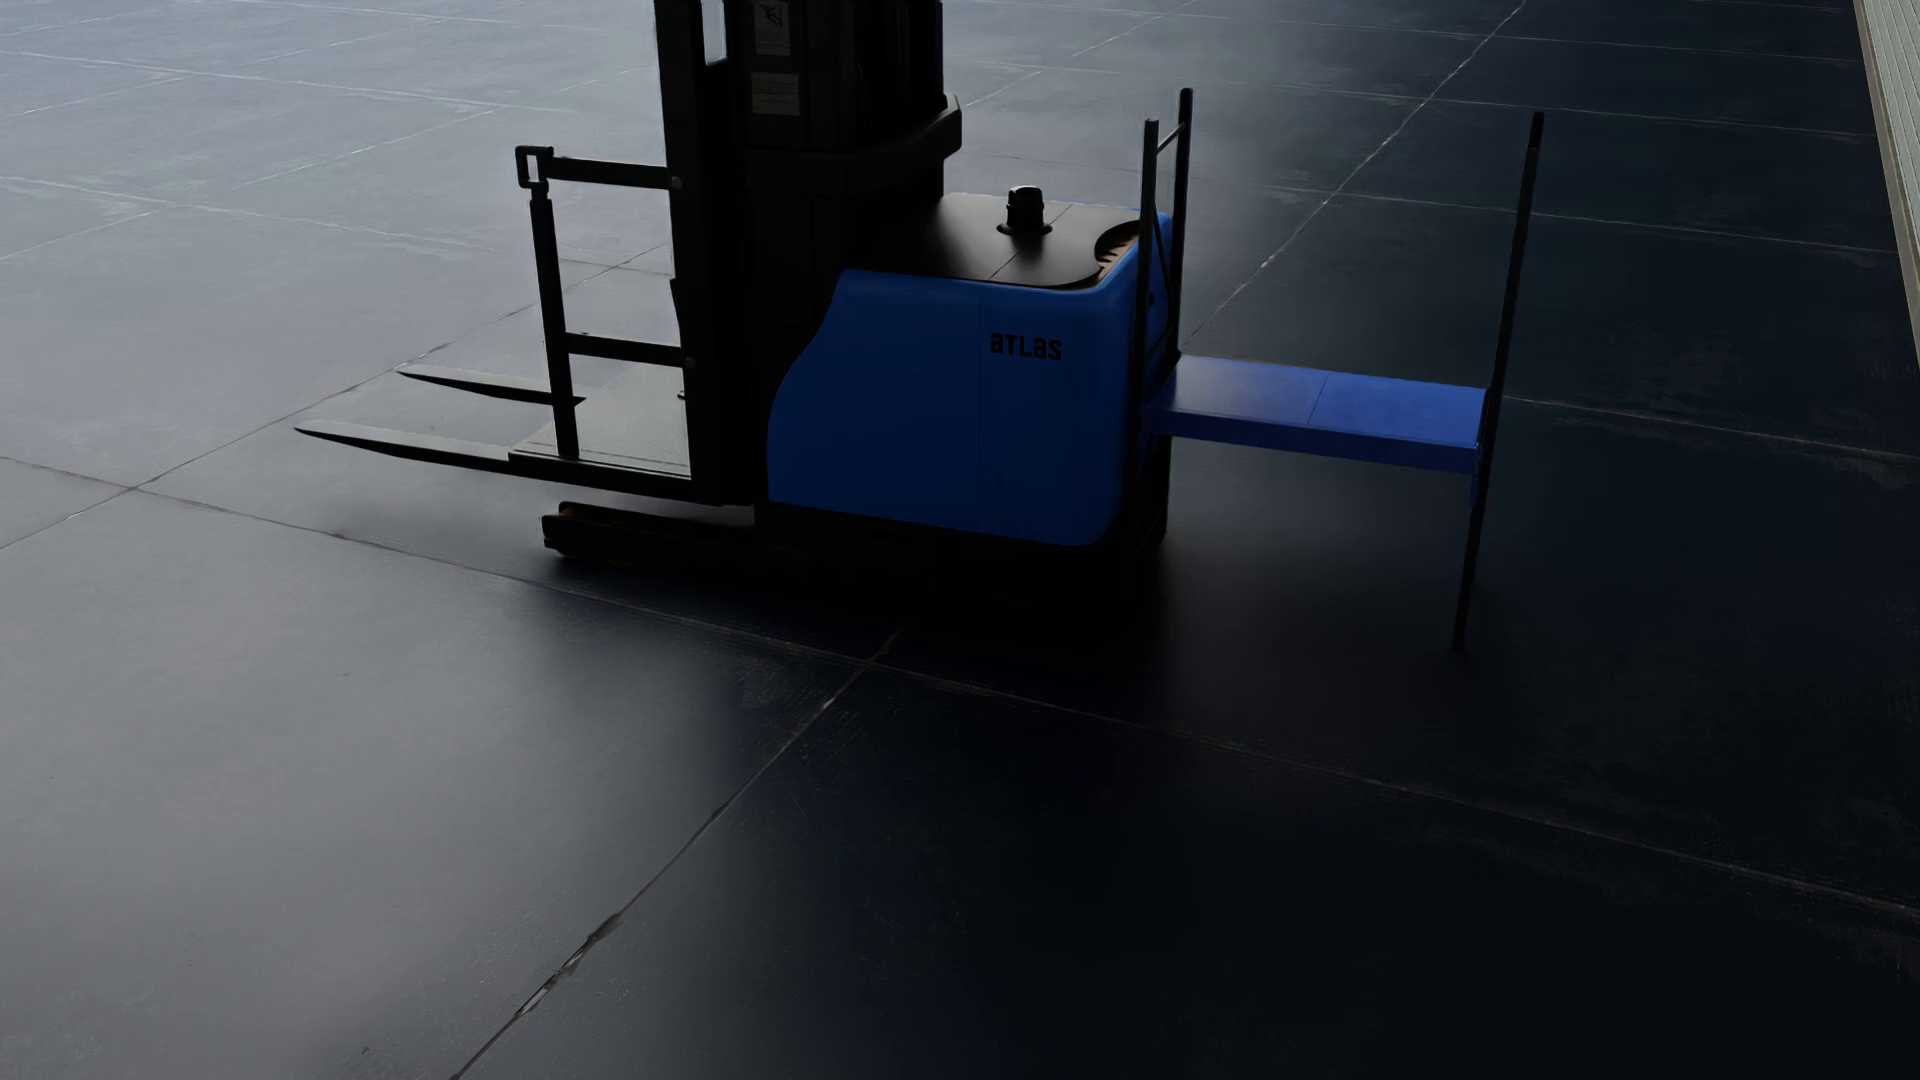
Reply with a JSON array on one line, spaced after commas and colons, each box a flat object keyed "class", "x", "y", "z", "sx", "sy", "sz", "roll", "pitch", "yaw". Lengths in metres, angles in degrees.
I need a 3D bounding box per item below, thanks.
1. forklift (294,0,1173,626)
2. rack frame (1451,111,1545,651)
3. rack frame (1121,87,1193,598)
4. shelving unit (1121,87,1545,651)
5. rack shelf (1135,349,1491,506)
[{"class": "forklift", "x": -0.855, "y": -1.436, "z": 5.249, "sx": 3.031, "sy": 2.935, "sz": 1.130, "roll": 9, "pitch": 28, "yaw": 17}, {"class": "rack frame", "x": 1.569, "y": -0.446, "z": 4.859, "sx": 0.032, "sy": 1.500, "sz": 0.500, "roll": 9, "pitch": 28, "yaw": 17}, {"class": "rack frame", "x": 0.610, "y": -0.595, "z": 5.161, "sx": 0.032, "sy": 1.500, "sz": 0.500, "roll": 9, "pitch": 28, "yaw": 17}, {"class": "shelving unit", "x": 1.090, "y": -0.520, "z": 5.010, "sx": 1.048, "sy": 1.500, "sz": 0.538, "roll": 9, "pitch": 28, "yaw": 17}, {"class": "rack shelf", "x": 1.090, "y": -0.359, "z": 5.090, "sx": 1.000, "sy": 0.185, "sz": 0.538, "roll": 9, "pitch": 28, "yaw": 17}]
